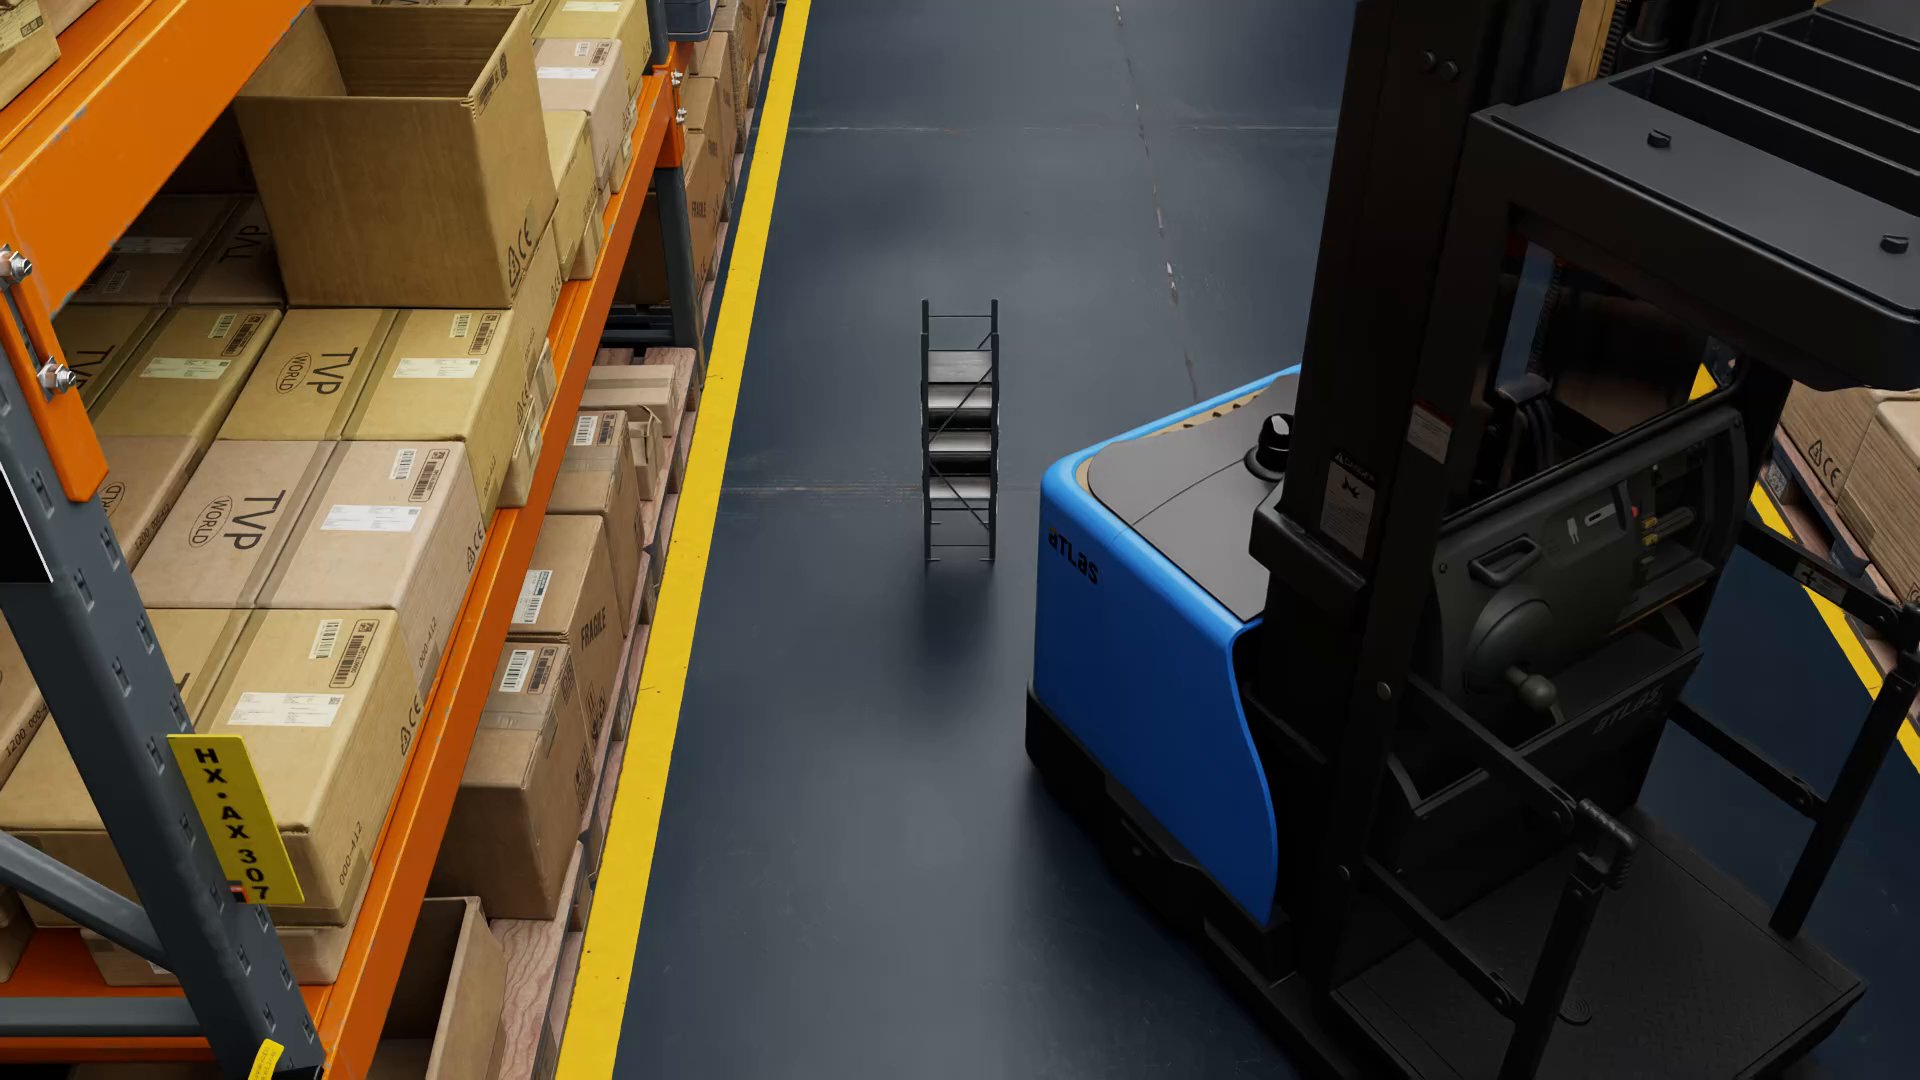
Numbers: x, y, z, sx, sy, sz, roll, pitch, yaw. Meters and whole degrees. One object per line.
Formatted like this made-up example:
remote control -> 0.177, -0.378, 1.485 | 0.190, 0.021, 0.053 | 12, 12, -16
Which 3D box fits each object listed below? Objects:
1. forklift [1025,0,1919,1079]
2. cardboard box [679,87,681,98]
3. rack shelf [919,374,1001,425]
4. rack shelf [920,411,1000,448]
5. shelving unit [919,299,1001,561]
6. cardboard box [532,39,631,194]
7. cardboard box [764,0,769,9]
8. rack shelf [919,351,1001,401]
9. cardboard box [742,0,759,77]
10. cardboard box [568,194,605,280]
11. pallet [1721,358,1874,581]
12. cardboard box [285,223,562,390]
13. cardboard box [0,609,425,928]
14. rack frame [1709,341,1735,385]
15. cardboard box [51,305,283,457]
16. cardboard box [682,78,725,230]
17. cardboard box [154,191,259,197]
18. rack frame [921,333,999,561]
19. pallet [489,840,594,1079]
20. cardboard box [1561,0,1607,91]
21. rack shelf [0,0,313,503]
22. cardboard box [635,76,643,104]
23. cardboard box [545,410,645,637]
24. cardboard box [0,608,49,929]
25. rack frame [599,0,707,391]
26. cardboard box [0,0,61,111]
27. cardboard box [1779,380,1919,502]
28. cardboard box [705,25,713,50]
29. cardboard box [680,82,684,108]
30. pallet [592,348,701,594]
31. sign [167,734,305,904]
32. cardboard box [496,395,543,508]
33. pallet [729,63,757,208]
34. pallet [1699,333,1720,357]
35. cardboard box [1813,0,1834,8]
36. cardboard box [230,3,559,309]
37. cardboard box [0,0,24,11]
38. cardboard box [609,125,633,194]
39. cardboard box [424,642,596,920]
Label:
forklift -> 1.419, 0.108, 3.271 | 1.130, 2.935, 3.031 | -22, 44, -25
cardboard box -> -1.284, -1.735, 6.422 | 0.380, 0.149, 0.250 | -2, 39, -2
rack shelf -> 0.000, -0.461, 5.371 | 0.258, 0.077, 0.200 | 0, 39, 0
rack shelf -> 0.000, -0.390, 5.427 | 0.258, 0.077, 0.200 | 0, 39, 0
shelving unit -> 0.000, -0.346, 5.462 | 0.258, 0.900, 0.210 | 0, 39, 0
cardboard box -> -1.242, -1.216, 4.751 | 0.500, 0.250, 0.500 | 0, 39, 0
cardboard box -> -1.291, -3.216, 9.027 | 0.500, 0.500, 0.500 | 1, 39, 1
rack shelf -> 0.000, -0.531, 5.314 | 0.258, 0.077, 0.200 | 0, 39, 0
cardboard box -> -1.297, -2.575, 8.228 | 0.500, 0.500, 0.500 | 2, 39, 2
cardboard box -> -1.201, -0.844, 4.605 | 0.380, 0.149, 0.250 | -1, 39, -1
pallet -> 3.385, -0.232, 5.871 | 1.003, 0.211, 1.213 | 0, 39, 0
cardboard box -> -1.255, -0.582, 3.960 | 0.500, 0.250, 0.500 | -1, 39, -1
cardboard box -> -1.228, 0.370, 2.772 | 0.500, 0.250, 0.500 | 0, 39, 0
rack frame -> 3.462, -1.796, 5.592 | 1.000, 3.000, 0.127 | 0, 39, 0
cardboard box -> -1.758, -0.266, 3.565 | 0.500, 0.250, 0.500 | 1, 39, 1
cardboard box -> -1.288, -1.614, 7.029 | 0.500, 0.500, 0.500 | -1, 39, -1
cardboard box -> -1.765, -0.901, 4.358 | 0.500, 0.250, 0.500 | 1, 39, 1
rack frame -> 0.000, -0.282, 5.383 | 0.240, 0.900, 0.006 | 0, 39, 0
pallet -> -1.499, 1.254, 4.017 | 1.003, 0.211, 1.213 | 0, 39, 0
cardboard box -> 3.372, -2.642, 8.012 | 0.875, 0.875, 0.875 | 0, 39, 1
rack shelf -> -1.499, -1.429, 3.311 | 1.077, 0.370, 4.000 | 0, 39, 0
cardboard box -> -1.249, -1.493, 5.415 | 0.380, 0.149, 0.250 | 0, 39, 1
cardboard box -> -1.366, -0.043, 5.068 | 0.700, 0.500, 0.500 | -1, 39, -2
cardboard box -> -1.763, 0.366, 2.776 | 0.500, 0.250, 0.500 | 1, 39, 1
rack frame -> -1.502, -1.790, 5.585 | 1.000, 3.000, 0.127 | 0, 39, 0
cardboard box -> -1.265, -0.561, 1.853 | 0.380, 0.149, 0.250 | 1, 39, 1
cardboard box -> 3.355, -0.567, 5.772 | 0.875, 0.438, 0.875 | -1, 39, -1
cardboard box -> -1.300, -2.273, 7.332 | 0.380, 0.149, 0.250 | 1, 39, 2
cardboard box -> -1.325, -1.790, 6.729 | 0.380, 0.149, 0.250 | -2, 39, -2
pallet -> -1.502, -0.272, 5.921 | 1.003, 0.211, 1.213 | 0, 39, 0
sign -> -0.954, 0.373, 2.193 | 0.100, 0.325, 0.005 | 0, 39, 0
cardboard box -> -1.175, -0.202, 3.804 | 0.380, 0.149, 0.250 | -1, 39, -1
pallet -> -1.545, -1.975, 8.046 | 1.003, 0.211, 1.213 | 0, 39, 0
pallet -> 3.386, -1.190, 7.066 | 1.003, 0.211, 1.213 | 0, 39, 0
cardboard box -> 3.209, -2.018, 5.989 | 0.500, 0.250, 0.500 | -1, 39, -1
cardboard box -> -1.230, -0.861, 3.708 | 0.500, 0.500, 0.500 | 1, 39, 1
cardboard box -> -1.224, -0.794, 1.826 | 0.500, 0.250, 0.500 | 0, 39, -1
cardboard box -> -1.202, -1.167, 5.009 | 0.380, 0.149, 0.250 | 1, 39, 1
cardboard box -> -1.365, 0.606, 4.258 | 0.700, 0.500, 0.500 | 1, 39, 2
